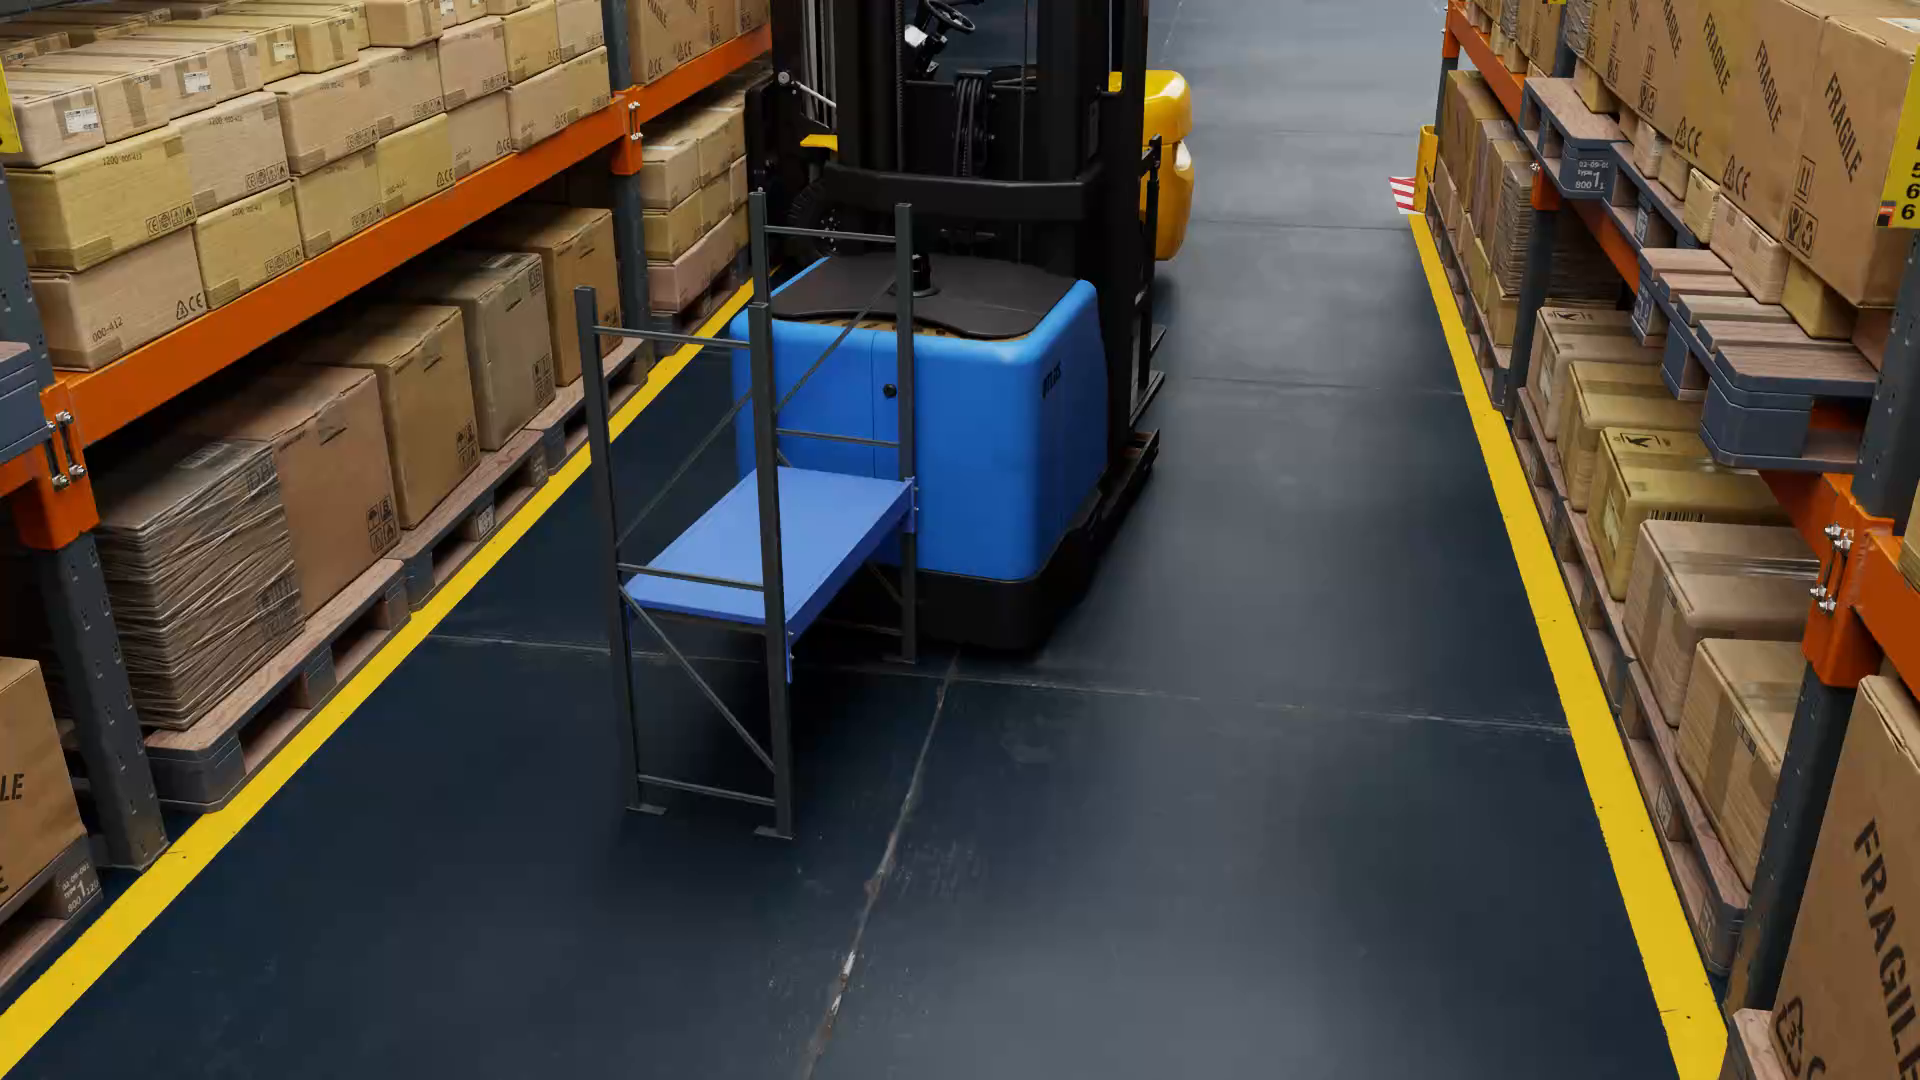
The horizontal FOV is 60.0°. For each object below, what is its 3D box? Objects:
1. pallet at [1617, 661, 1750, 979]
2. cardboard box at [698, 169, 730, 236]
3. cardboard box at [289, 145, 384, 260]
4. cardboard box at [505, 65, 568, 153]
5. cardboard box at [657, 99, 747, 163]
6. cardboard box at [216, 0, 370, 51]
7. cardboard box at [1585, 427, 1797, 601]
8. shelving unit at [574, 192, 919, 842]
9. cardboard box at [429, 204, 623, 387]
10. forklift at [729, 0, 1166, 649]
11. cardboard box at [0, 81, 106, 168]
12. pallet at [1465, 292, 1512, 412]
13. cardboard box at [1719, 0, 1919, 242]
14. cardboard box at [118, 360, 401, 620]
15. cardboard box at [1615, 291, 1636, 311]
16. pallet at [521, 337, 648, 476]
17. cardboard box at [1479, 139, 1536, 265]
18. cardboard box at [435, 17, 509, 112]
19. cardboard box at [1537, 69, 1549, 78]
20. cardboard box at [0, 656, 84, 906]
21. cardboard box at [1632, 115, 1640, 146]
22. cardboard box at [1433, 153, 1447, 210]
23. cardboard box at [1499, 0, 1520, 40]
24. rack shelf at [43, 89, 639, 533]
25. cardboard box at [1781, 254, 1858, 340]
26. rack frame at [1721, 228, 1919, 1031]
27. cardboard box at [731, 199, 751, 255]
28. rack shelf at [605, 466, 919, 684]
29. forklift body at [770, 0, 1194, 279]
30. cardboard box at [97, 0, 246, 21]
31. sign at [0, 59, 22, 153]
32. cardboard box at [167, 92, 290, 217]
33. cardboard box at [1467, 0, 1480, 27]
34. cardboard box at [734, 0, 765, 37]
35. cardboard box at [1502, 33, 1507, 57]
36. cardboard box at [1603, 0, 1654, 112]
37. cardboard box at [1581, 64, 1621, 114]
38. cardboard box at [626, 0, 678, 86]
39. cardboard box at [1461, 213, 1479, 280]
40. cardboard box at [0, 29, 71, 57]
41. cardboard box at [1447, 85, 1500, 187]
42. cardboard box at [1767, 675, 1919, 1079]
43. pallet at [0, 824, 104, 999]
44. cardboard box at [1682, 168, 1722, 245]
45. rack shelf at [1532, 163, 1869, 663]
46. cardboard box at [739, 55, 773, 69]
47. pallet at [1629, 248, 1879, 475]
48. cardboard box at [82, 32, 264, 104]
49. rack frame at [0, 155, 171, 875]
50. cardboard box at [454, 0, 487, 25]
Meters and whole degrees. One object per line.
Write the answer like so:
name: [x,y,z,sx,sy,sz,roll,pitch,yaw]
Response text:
pallet: [2.396,0.739,4.422,1.003,0.211,1.213,4,25,9]
cardboard box: [-1.513,-1.776,8.663,0.500,0.250,0.500,4,25,8]
cardboard box: [-2.153,-1.066,5.167,0.500,0.250,0.500,3,25,7]
cardboard box: [-1.878,-1.705,6.531,0.500,0.250,0.500,4,25,8]
cardboard box: [-1.425,-2.213,9.008,0.500,0.250,0.500,5,26,10]
cardboard box: [-2.141,-1.648,5.348,0.380,0.149,0.250,4,25,9]
cardboard box: [2.611,-0.059,5.442,0.950,0.372,0.625,5,26,10]
shelving unit: [-0.534,-0.106,4.706,0.538,1.500,1.048,8,26,16]
cardboard box: [-2.052,-1.108,7.385,0.875,0.625,0.625,5,26,11]
forklift: [0.191,-1.579,6.166,1.130,2.935,3.031,8,26,16]
cardboard box: [-2.288,-0.992,3.947,0.380,0.149,0.250,5,26,10]
pallet: [2.995,-0.891,7.904,1.003,0.211,1.213,4,25,9]
cardboard box: [2.140,-0.994,3.871,0.500,0.500,0.500,4,25,8]
cardboard box: [-2.417,-0.188,5.419,0.875,0.625,0.625,5,26,10]
cardboard box: [3.283,-1.043,7.688,0.500,0.250,0.500,3,25,6]
pallet: [-2.059,-0.639,7.366,1.003,0.211,1.213,4,25,9]
cardboard box: [2.833,-1.634,8.065,0.500,0.500,0.500,4,25,9]
cardboard box: [-1.972,-1.719,5.971,0.500,0.250,0.500,5,25,10]
cardboard box: [2.672,-1.912,7.093,0.380,0.149,0.250,4,25,8]
cardboard box: [-2.488,0.594,3.896,0.500,0.500,0.500,5,26,10]
cardboard box: [2.372,-1.302,5.294,0.380,0.149,0.250,4,25,9]
cardboard box: [3.169,-2.170,10.095,0.500,0.250,0.500,4,25,8]
cardboard box: [2.905,-2.686,7.982,0.500,0.500,0.500,5,25,10]
rack shelf: [-2.304,-1.050,5.804,1.077,0.370,4.000,4,25,9]
cardboard box: [2.060,-0.544,3.675,0.380,0.149,0.250,4,25,9]
rack frame: [2.266,-0.197,3.133,1.000,3.000,0.127,4,25,9]
cardboard box: [-1.435,-1.766,9.233,0.500,0.250,0.500,4,25,9]
rack shelf: [-0.534,0.057,4.783,0.538,0.185,1.000,8,26,16]
forklift body: [0.166,-2.582,9.228,2.313,2.155,1.214,4,25,9]
cardboard box: [-2.546,-1.672,5.401,0.380,0.149,0.250,5,25,10]
sign: [-2.094,-0.994,3.564,0.100,0.325,0.005,4,25,9]
cardboard box: [-2.235,-1.076,4.598,0.500,0.250,0.500,5,26,10]
cardboard box: [3.077,-2.987,9.389,0.380,0.149,0.250,4,25,9]
cardboard box: [-1.394,-3.065,9.142,0.500,0.500,0.500,4,25,9]
cardboard box: [2.906,-2.442,8.225,0.380,0.149,0.250,4,25,8]
cardboard box: [2.385,-1.649,5.270,0.500,0.500,0.500,4,25,8]
cardboard box: [2.469,-1.633,6.002,0.380,0.149,0.250,5,25,10]
cardboard box: [-1.647,-2.425,7.775,0.500,0.500,0.500,3,25,7]
cardboard box: [2.916,-1.517,8.700,0.500,0.250,0.500,4,25,9]
cardboard box: [-2.771,-1.357,4.729,0.380,0.149,0.250,4,25,7]
cardboard box: [3.085,-2.280,9.447,0.500,0.500,0.500,3,25,7]
cardboard box: [2.072,0.858,2.890,0.875,0.875,0.875,4,25,8]
pallet: [-2.790,1.033,3.794,1.003,0.211,1.213,4,25,9]
cardboard box: [2.137,-0.873,4.379,0.380,0.149,0.250,4,25,9]
rack shelf: [2.593,-0.708,5.073,1.077,0.370,4.000,4,25,9]
cardboard box: [-1.169,-2.855,10.380,0.500,0.250,0.500,4,25,9]
pallet: [2.278,-0.416,3.826,1.213,0.211,1.003,4,25,9]
cardboard box: [-2.199,-1.323,4.654,0.380,0.149,0.250,4,25,9]
rack frame: [-2.631,-0.540,3.864,1.000,3.000,0.127,4,25,9]
cardboard box: [-1.947,-1.961,6.018,0.380,0.149,0.250,3,25,7]
